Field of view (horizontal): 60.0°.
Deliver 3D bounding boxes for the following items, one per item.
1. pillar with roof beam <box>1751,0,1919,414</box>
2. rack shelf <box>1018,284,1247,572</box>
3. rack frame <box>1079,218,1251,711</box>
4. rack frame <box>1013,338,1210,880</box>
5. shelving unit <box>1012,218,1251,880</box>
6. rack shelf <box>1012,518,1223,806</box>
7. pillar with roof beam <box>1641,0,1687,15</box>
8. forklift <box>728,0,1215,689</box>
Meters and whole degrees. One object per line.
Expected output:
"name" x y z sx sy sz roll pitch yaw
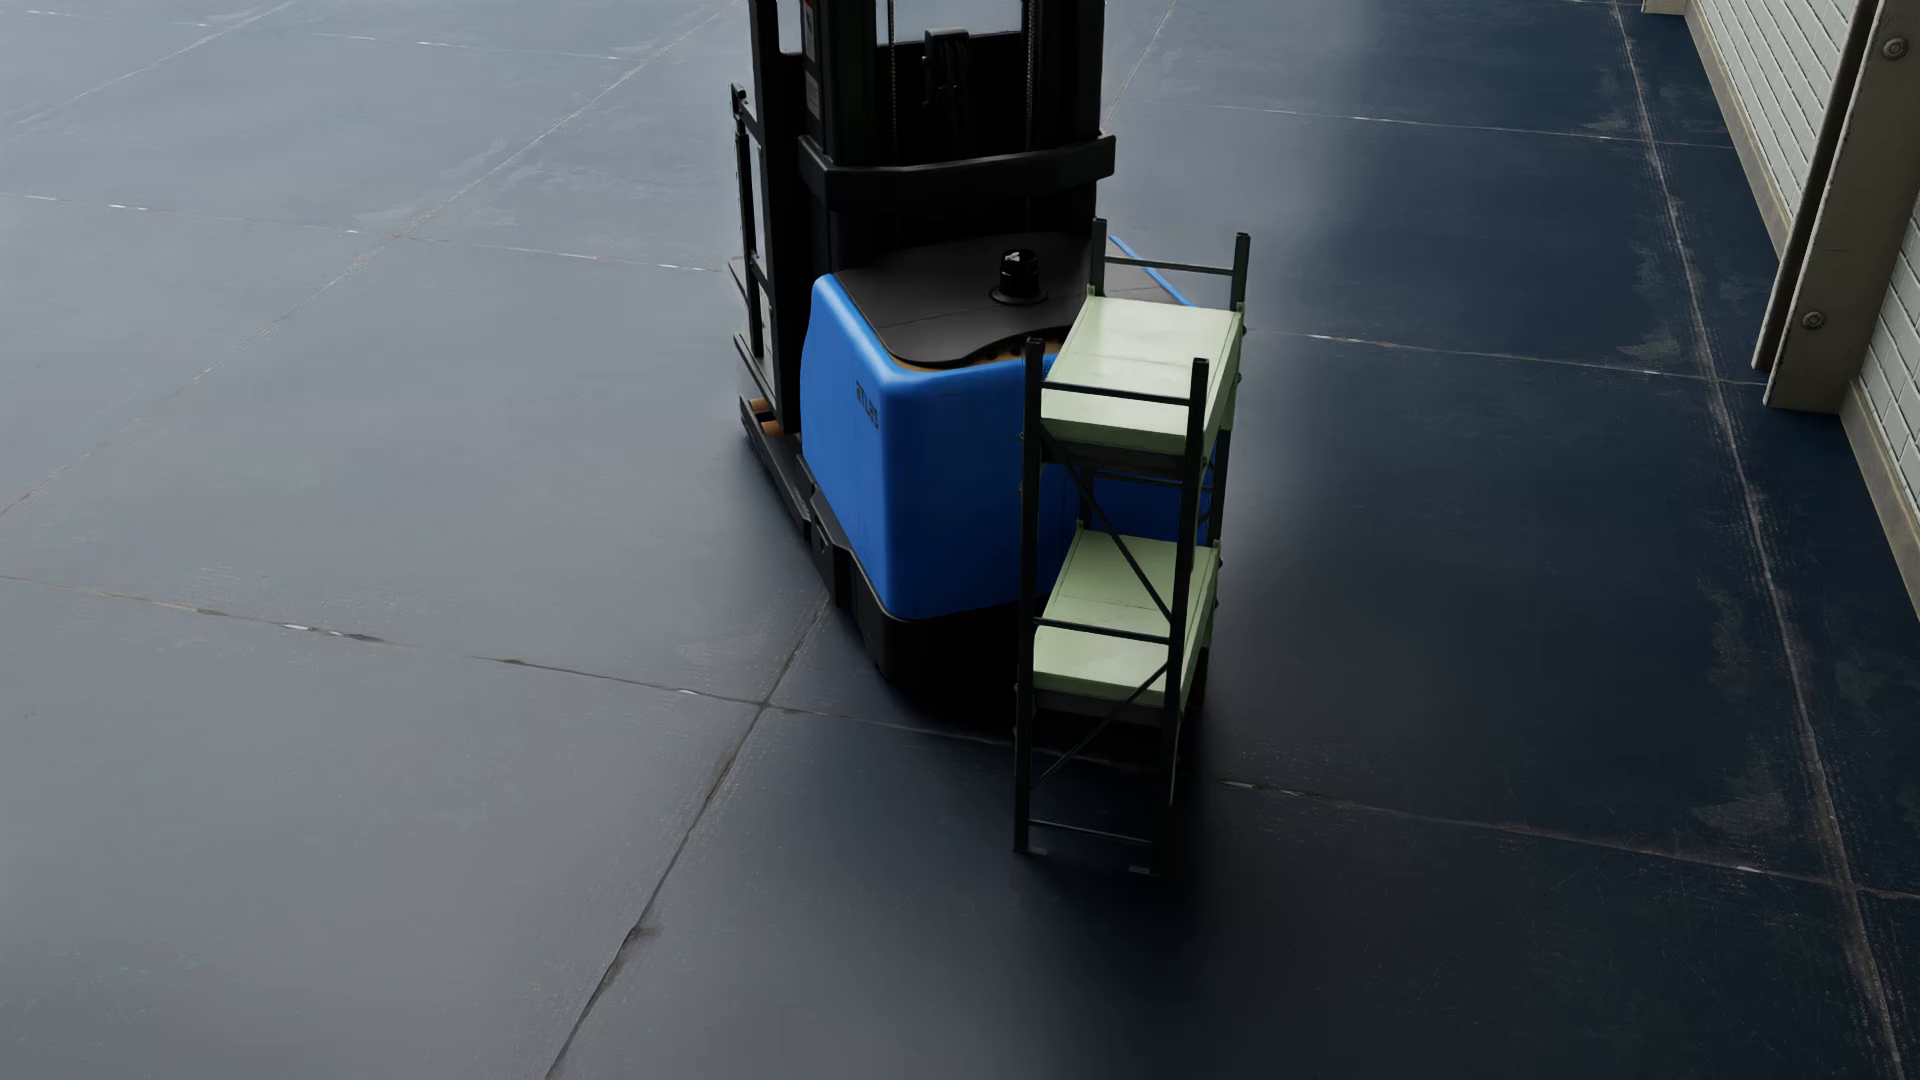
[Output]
"pillar with roof beam" -0.778 -4.996 5.221 9.100 9.000 0.400 8 33 12
"rack shelf" 0.436 -0.297 4.091 0.431 0.370 0.720 8 33 13
"rack frame" 0.532 -0.157 4.599 0.400 1.500 0.023 8 33 13
"rack frame" 0.339 0.222 4.003 0.400 1.500 0.023 8 33 13
"shelving unit" 0.436 0.032 4.301 0.431 1.500 0.755 8 33 13
"rack shelf" 0.435 0.307 4.476 0.431 0.370 0.720 8 33 13
"pillar with roof beam" 0.745 -8.110 10.119 9.100 9.000 0.400 8 33 12
"forklift" -0.196 -1.579 5.502 1.130 2.935 3.031 -11 34 -16
